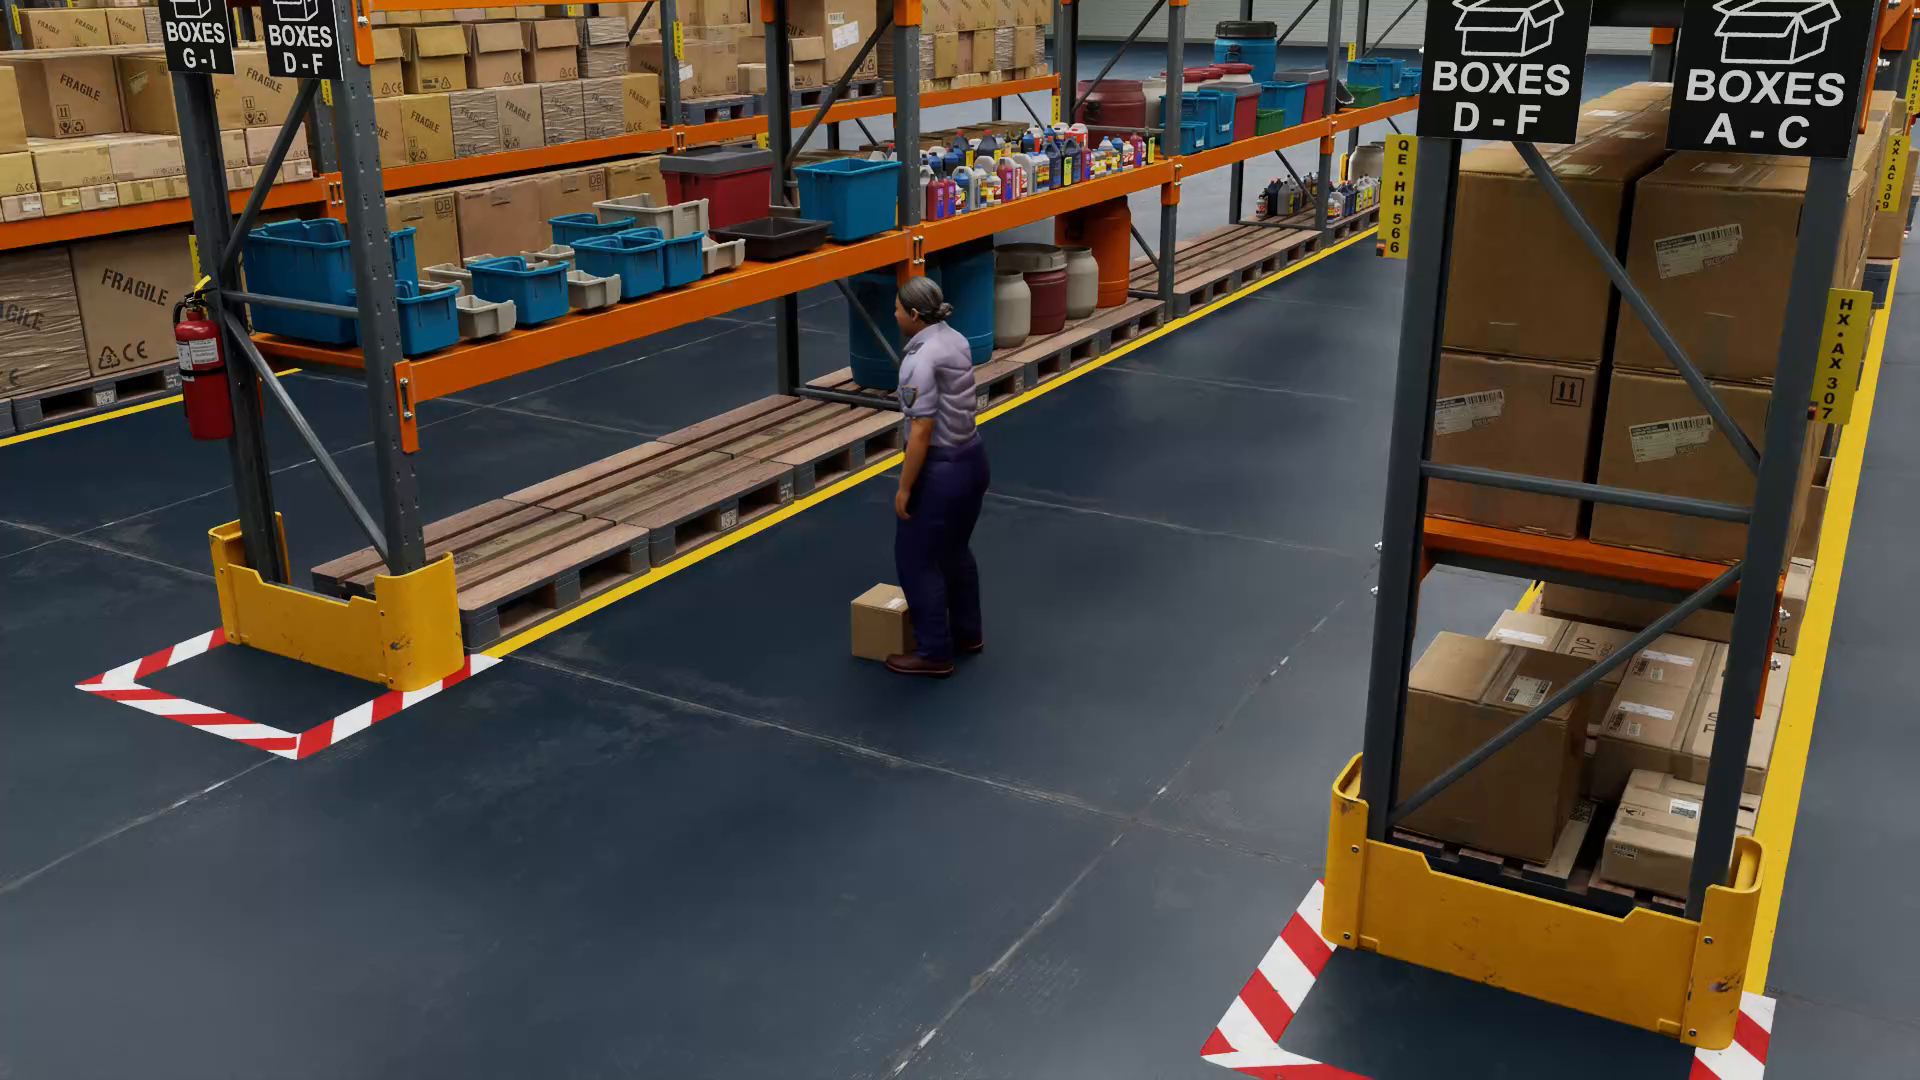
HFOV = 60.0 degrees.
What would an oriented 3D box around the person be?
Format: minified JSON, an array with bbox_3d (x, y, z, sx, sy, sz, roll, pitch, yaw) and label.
[{"bbox_3d":[-0.085,-0.256,6.822,0.364,1.638,0.564,9,22,25],"label":"person"}]
